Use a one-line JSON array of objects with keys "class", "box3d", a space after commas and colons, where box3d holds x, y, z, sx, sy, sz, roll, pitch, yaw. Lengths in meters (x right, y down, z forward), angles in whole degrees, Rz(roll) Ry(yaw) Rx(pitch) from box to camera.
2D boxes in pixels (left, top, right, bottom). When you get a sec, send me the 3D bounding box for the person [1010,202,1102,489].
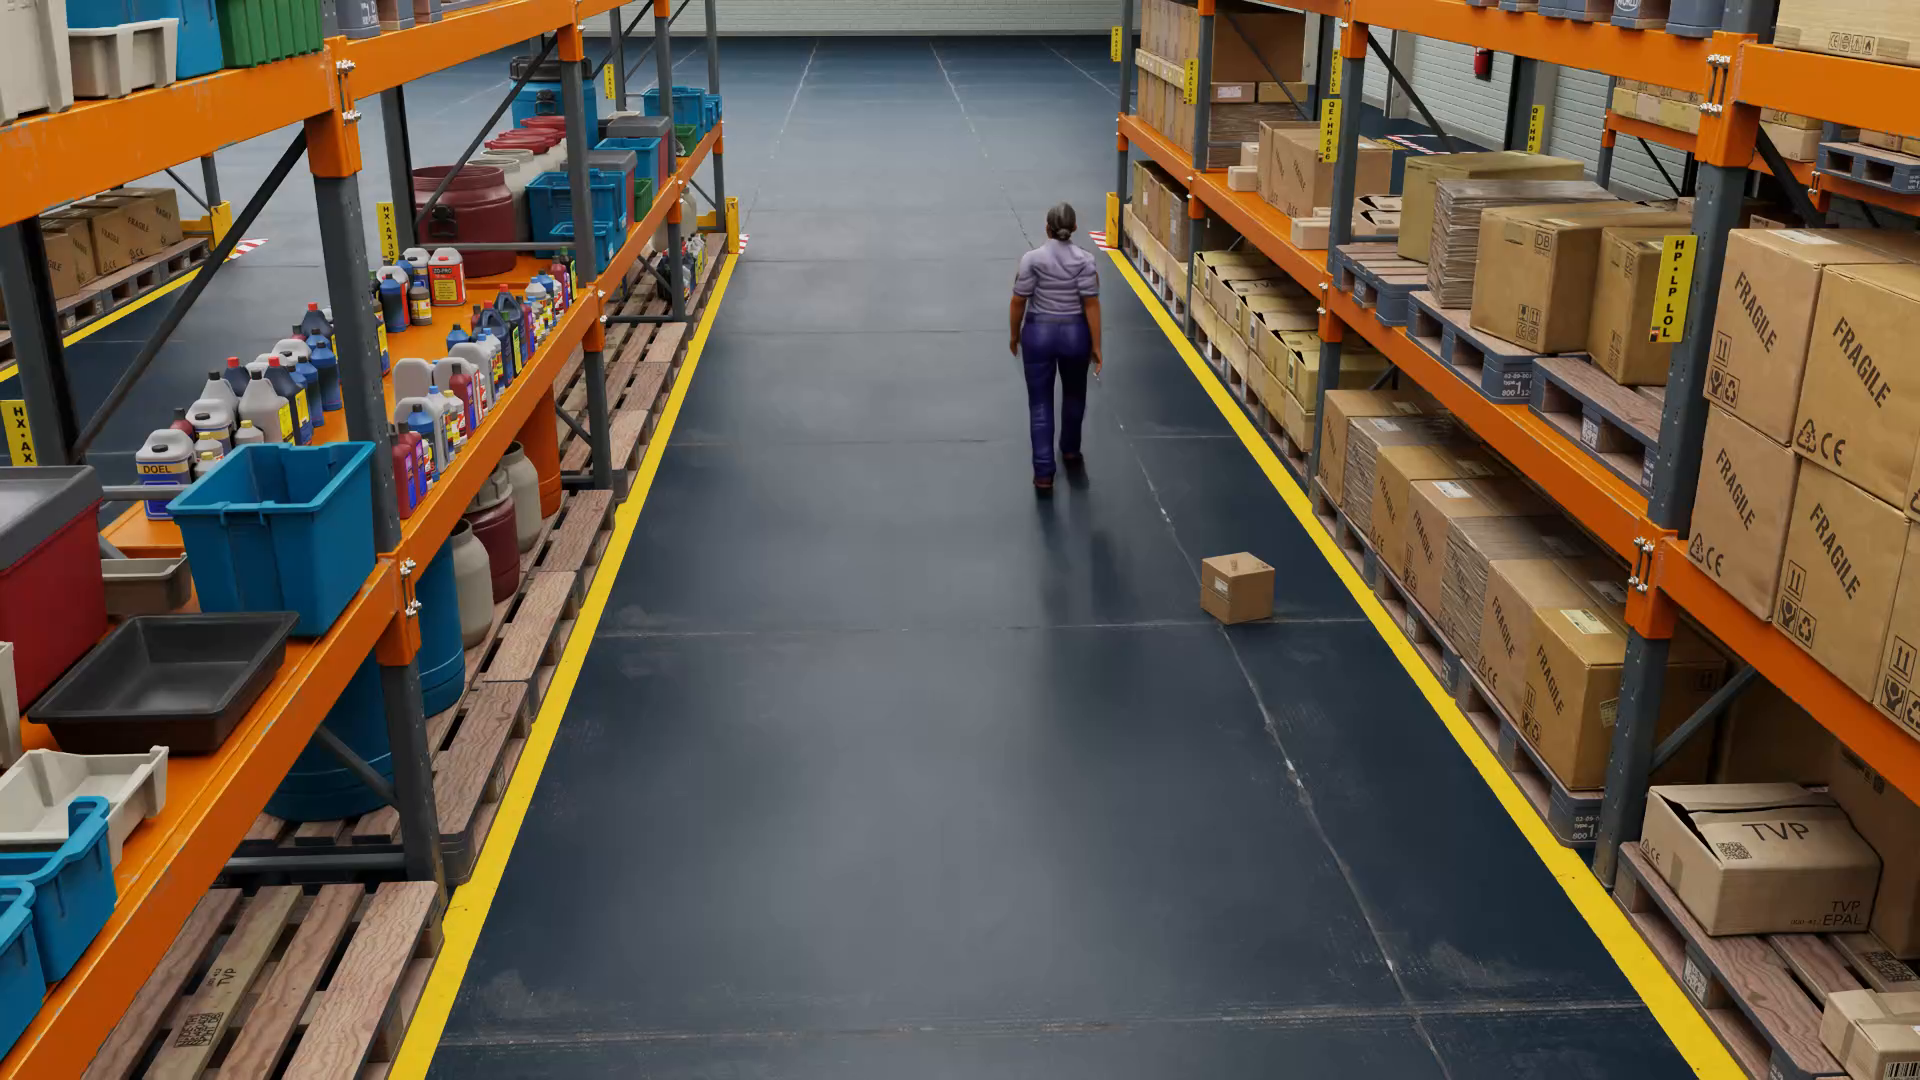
[{"class": "person", "box3d": [0.546, -1.140, 9.662, 0.522, 1.629, 0.833, -1, 21, -2]}]
